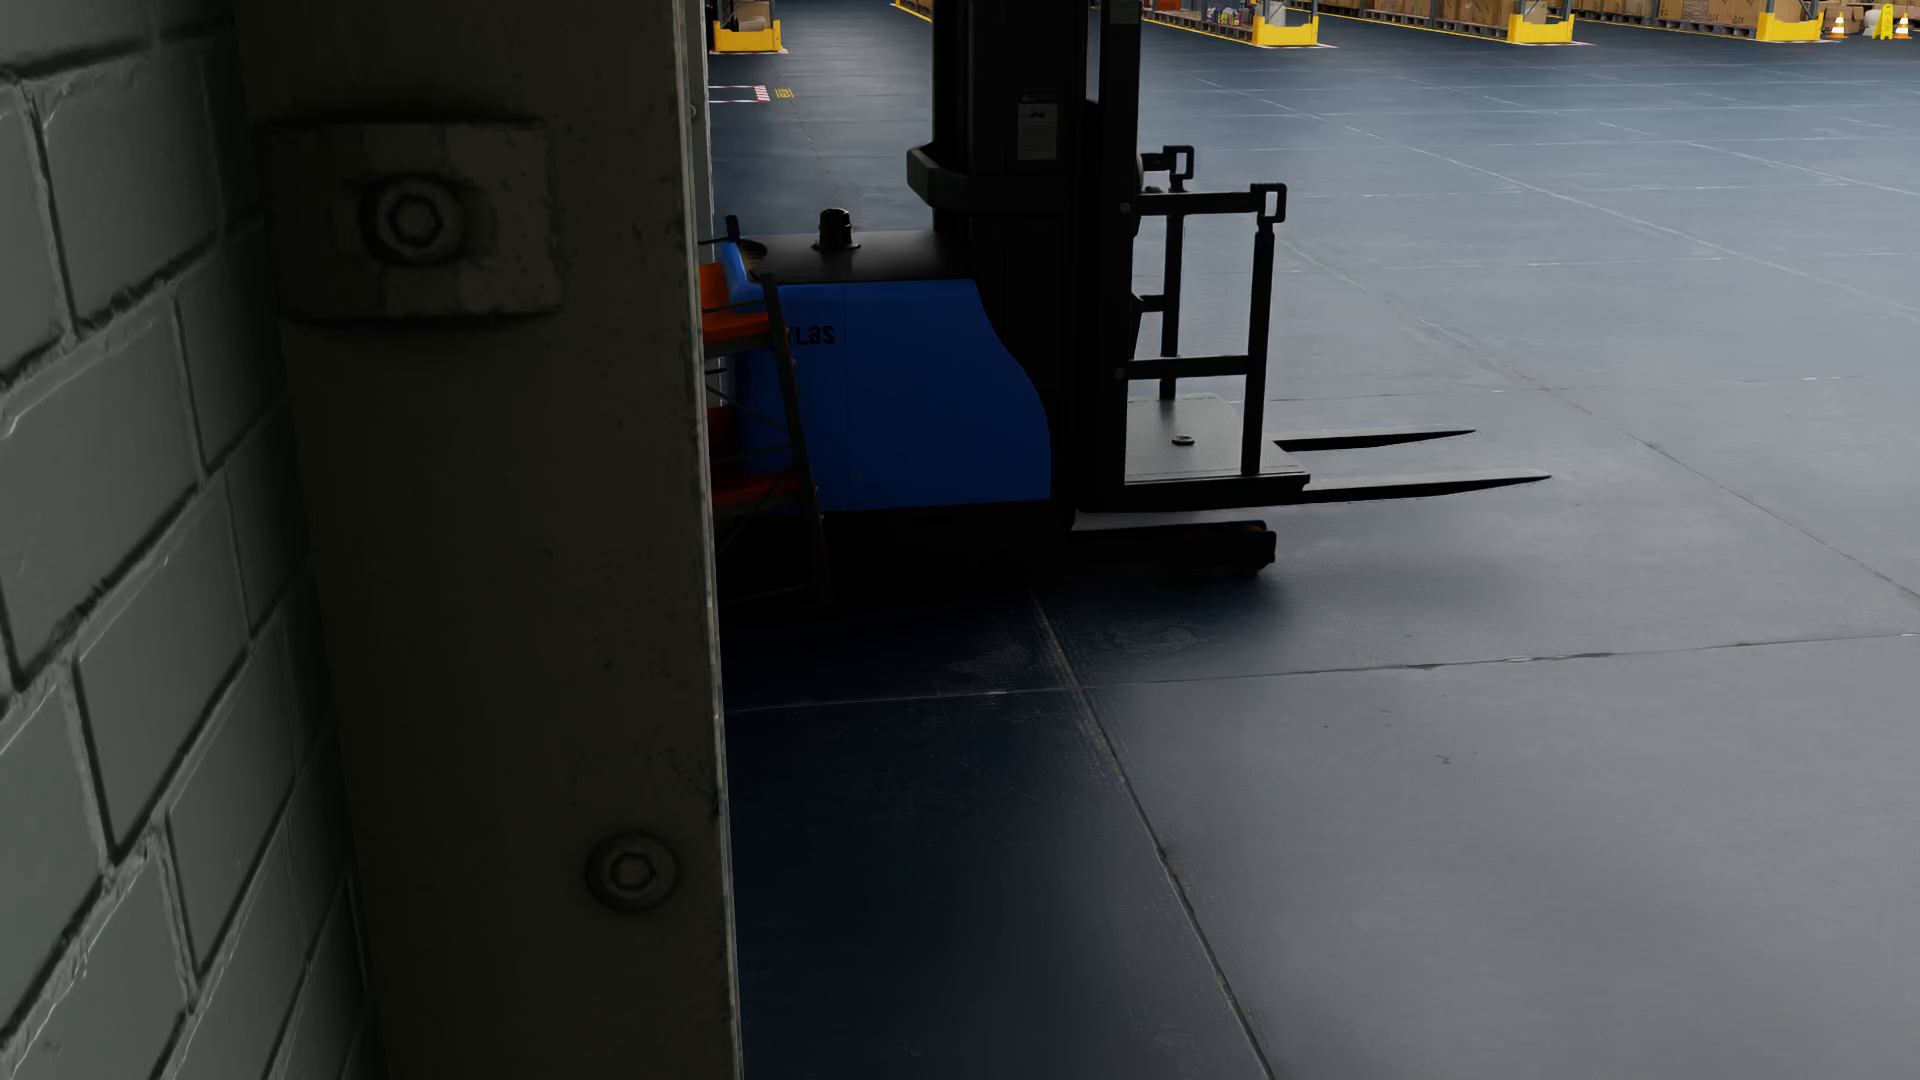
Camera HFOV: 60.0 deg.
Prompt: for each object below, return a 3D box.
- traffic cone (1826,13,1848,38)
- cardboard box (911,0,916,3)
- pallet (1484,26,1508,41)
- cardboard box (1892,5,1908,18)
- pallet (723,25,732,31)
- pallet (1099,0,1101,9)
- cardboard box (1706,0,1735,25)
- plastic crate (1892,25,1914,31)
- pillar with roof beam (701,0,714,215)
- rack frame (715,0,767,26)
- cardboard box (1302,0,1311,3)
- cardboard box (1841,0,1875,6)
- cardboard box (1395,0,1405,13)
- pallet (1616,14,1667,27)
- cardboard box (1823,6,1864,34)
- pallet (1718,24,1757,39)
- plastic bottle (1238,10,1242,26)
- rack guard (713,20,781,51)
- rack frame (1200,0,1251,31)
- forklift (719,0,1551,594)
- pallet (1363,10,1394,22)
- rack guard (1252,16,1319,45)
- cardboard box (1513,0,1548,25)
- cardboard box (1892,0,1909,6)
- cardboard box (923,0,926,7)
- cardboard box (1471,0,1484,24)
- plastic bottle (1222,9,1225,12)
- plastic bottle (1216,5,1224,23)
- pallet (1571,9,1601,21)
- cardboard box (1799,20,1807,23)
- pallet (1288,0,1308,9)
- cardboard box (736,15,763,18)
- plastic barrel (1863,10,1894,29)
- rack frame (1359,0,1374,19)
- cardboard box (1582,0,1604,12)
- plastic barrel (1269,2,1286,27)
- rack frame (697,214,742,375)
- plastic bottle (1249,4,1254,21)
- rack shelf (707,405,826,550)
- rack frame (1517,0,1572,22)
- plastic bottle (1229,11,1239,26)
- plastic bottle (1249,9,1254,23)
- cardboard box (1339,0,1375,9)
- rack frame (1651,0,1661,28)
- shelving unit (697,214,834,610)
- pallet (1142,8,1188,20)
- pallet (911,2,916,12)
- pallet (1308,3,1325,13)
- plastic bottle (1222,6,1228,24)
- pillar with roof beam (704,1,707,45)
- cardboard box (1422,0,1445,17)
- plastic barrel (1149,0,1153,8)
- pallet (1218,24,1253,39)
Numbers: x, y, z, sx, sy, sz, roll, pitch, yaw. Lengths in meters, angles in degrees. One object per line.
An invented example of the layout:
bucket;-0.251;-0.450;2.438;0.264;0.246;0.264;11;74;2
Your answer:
traffic cone;17.207;-10.081;32.546;0.336;0.463;0.334;-3;21;-8
cardboard box;-0.941;-13.673;41.482;0.500;0.500;0.500;-3;21;-8
pallet;10.862;-9.802;32.158;1.003;0.211;1.213;-3;21;-8
cardboard box;20.091;-11.190;35.219;0.500;0.250;0.500;-2;21;-5
pallet;-4.194;-9.897;32.413;1.003;0.211;1.213;-3;21;-8
pallet;4.180;-13.650;42.461;1.003;0.211;1.213;-3;21;-8
cardboard box;15.586;-10.751;33.151;0.875;0.875;0.875;-3;21;-9
plastic crate;19.600;-10.731;34.833;0.402;0.080;0.583;-11;23;-26
pillar with roof beam;2.148;-7.043;12.213;9.100;9.000;0.400;-3;21;-8
rack frame;-4.326;-11.434;32.543;1.000;3.000;0.127;-3;21;-8
cardboard box;9.337;-13.934;41.673;1.225;0.875;0.875;-3;21;-8
cardboard box;20.107;-11.831;36.760;0.950;0.372;0.625;-3;21;-7
cardboard box;10.100;-11.985;36.963;0.700;0.500;0.500;-1;21;-3
pallet;15.116;-11.356;36.319;1.003;0.211;1.213;-3;21;-8
cardboard box;18.003;-10.610;33.903;0.637;0.503;0.797;17;27;39
pallet;15.685;-9.980;32.636;1.003;0.211;1.213;-3;21;-8
plastic bottle;5.452;-10.190;32.467;0.061;0.283;0.133;-3;21;-8
rack guard;-3.761;-8.905;29.343;1.175;0.500;0.348;-3;21;-8
rack frame;5.477;-11.934;33.881;1.000;3.000;0.127;-3;21;-8
forklift;0.666;-1.425;5.842;3.031;2.935;1.130;-4;21;-10
pallet;9.913;-11.992;38.021;1.003;0.211;1.213;-3;21;-8
rack guard;5.996;-9.402;30.674;1.175;0.500;0.348;-3;21;-8
cardboard box;10.882;-10.041;31.787;0.500;0.500;0.500;1;20;2
cardboard box;20.092;-11.541;35.086;0.500;0.500;0.500;-2;21;-6
cardboard box;-0.597;-12.953;39.553;0.500;0.500;0.500;-3;21;-7
cardboard box;10.654;-10.660;33.443;0.500;0.500;0.500;-5;21;-13
plastic bottle;5.269;-10.447;33.171;0.097;0.271;0.097;0;20;0
plastic bottle;5.210;-10.533;33.288;0.144;0.351;0.185;-4;21;-10
pallet;14.764;-12.201;38.581;1.003;0.211;1.213;-3;21;-8
cardboard box;17.372;-10.616;34.259;0.396;0.266;0.258;1;20;2
pallet;9.193;-13.914;43.169;1.003;0.211;1.213;-3;21;-8
cardboard box;-3.842;-9.437;30.411;0.500;0.311;0.500;-1;21;-3
plastic barrel;18.966;-10.730;34.341;0.512;0.421;0.421;12;24;30
rack frame;9.802;-13.569;38.258;1.000;3.000;0.127;-3;21;-8
cardboard box;14.853;-12.409;37.767;1.050;0.750;0.750;-3;21;-7
plastic barrel;5.884;-9.804;31.134;0.421;0.512;0.421;0;20;0
rack frame;-0.978;-0.615;6.215;0.500;1.125;0.032;-12;23;-10
plastic bottle;5.883;-10.624;33.531;0.144;0.351;0.185;-4;21;-10
rack shelf;-0.825;-0.213;5.850;0.538;0.278;1.000;-12;23;-10
rack frame;10.955;-10.799;30.842;1.000;3.000;0.127;-3;21;-8
plastic bottle;5.346;-10.181;32.453;0.152;0.276;0.135;-3;21;-7
plastic bottle;5.832;-10.467;33.206;0.061;0.283;0.133;-3;21;-8
cardboard box;9.723;-13.010;39.199;1.225;0.875;0.875;-4;21;-10
rack frame;15.301;-12.399;35.126;1.000;3.000;0.127;-3;21;-8
shelving unit;-0.858;-0.436;5.755;0.538;1.125;1.048;-12;23;-10
pallet;4.746;-12.283;38.802;1.003;0.211;1.213;-3;21;-8
pallet;-0.676;-13.387;41.756;1.003;0.211;1.213;-3;21;-8
pallet;9.411;-13.384;41.749;1.003;0.211;1.213;-3;21;-8
plastic bottle;5.272;-10.386;32.894;0.144;0.351;0.185;-3;21;-8
pillar with roof beam;-0.446;-13.275;28.899;9.100;9.000;0.400;-3;21;-8
cardboard box;10.311;-11.432;35.482;0.700;0.500;0.500;-5;21;-12
plastic barrel;4.644;-12.710;38.913;0.421;0.512;0.421;0;20;0
pallet;5.712;-9.970;32.607;1.003;0.211;1.213;-3;21;-8
